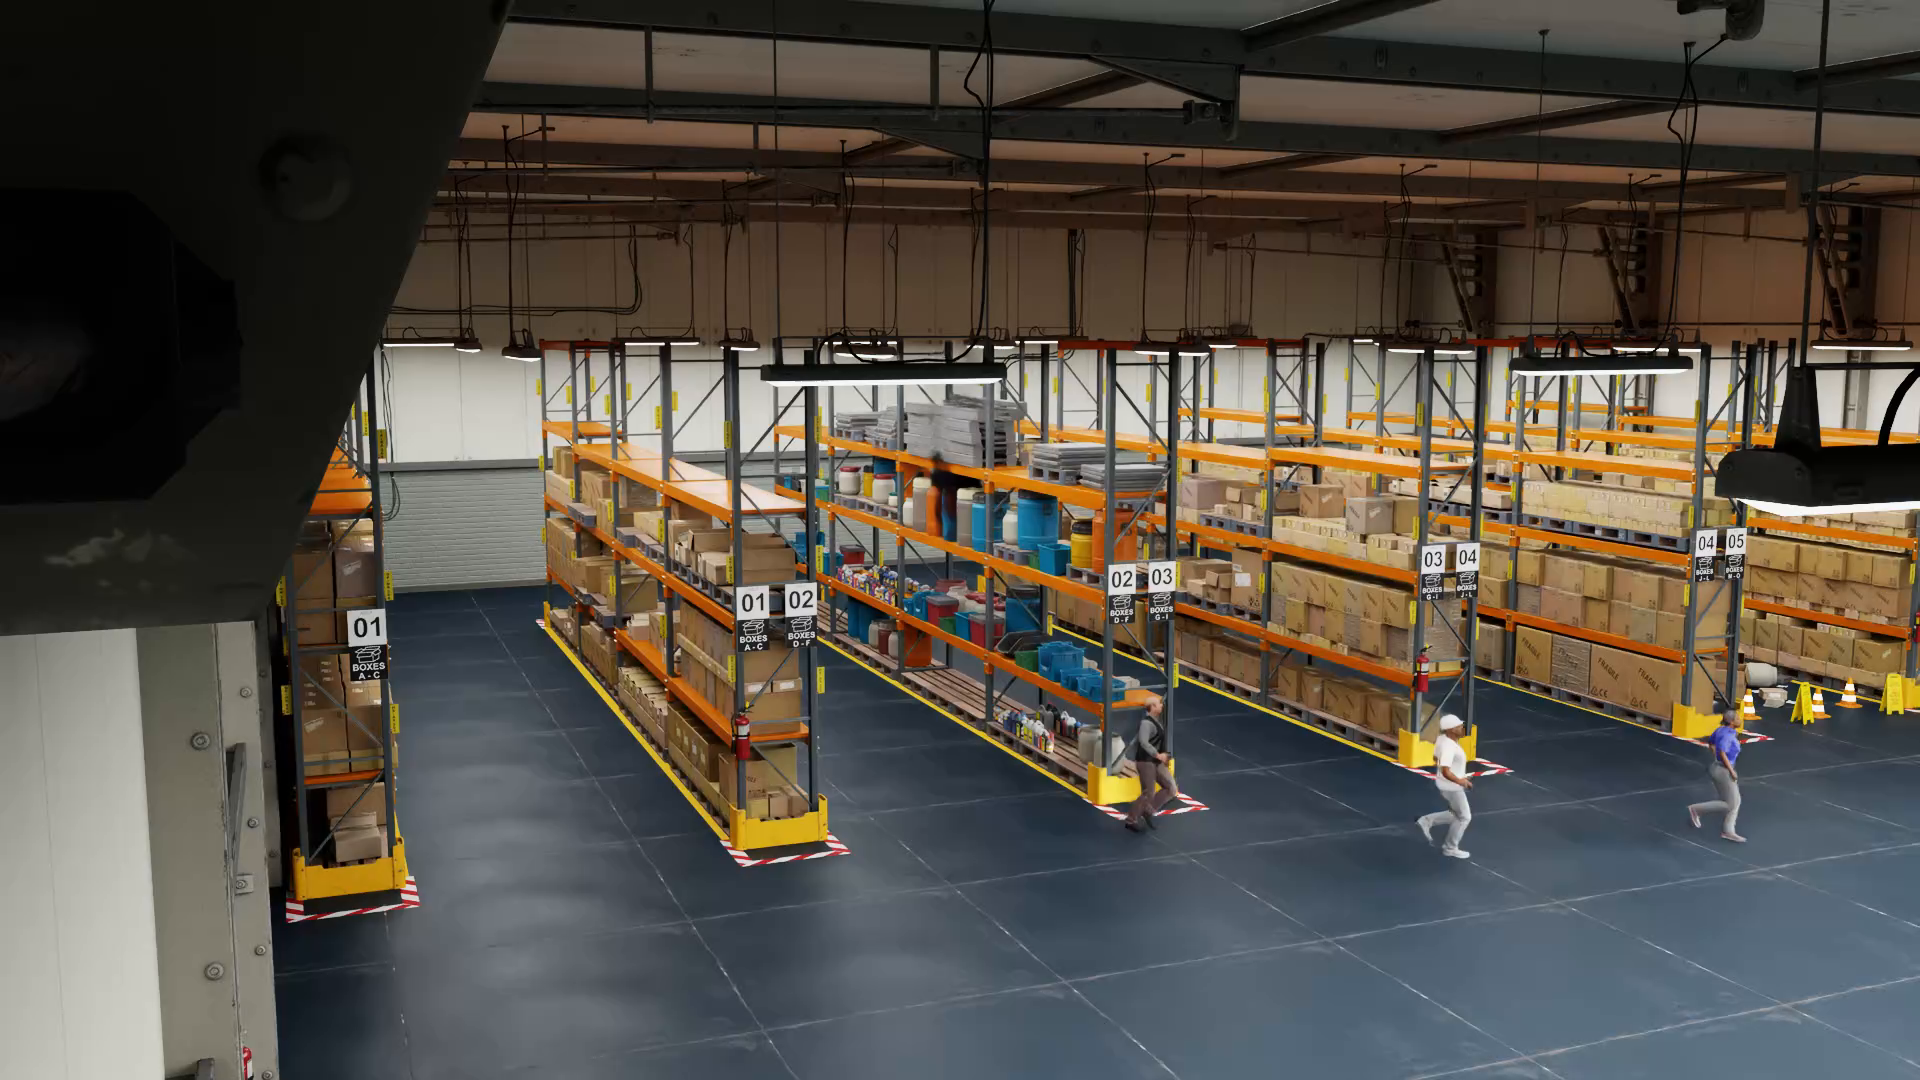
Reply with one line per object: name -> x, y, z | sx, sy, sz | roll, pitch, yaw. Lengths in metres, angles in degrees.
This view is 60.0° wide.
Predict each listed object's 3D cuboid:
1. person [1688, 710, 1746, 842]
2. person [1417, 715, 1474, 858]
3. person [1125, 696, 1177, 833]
person -> 9.350, 2.888, 20.502 | 0.687, 1.627, 0.598 | 2, 8, 12
person -> 5.780, 2.923, 19.775 | 0.611, 1.726, 0.702 | 1, 7, 8
person -> 2.424, 2.794, 20.868 | 0.607, 1.672, 0.712 | 3, 8, 21
